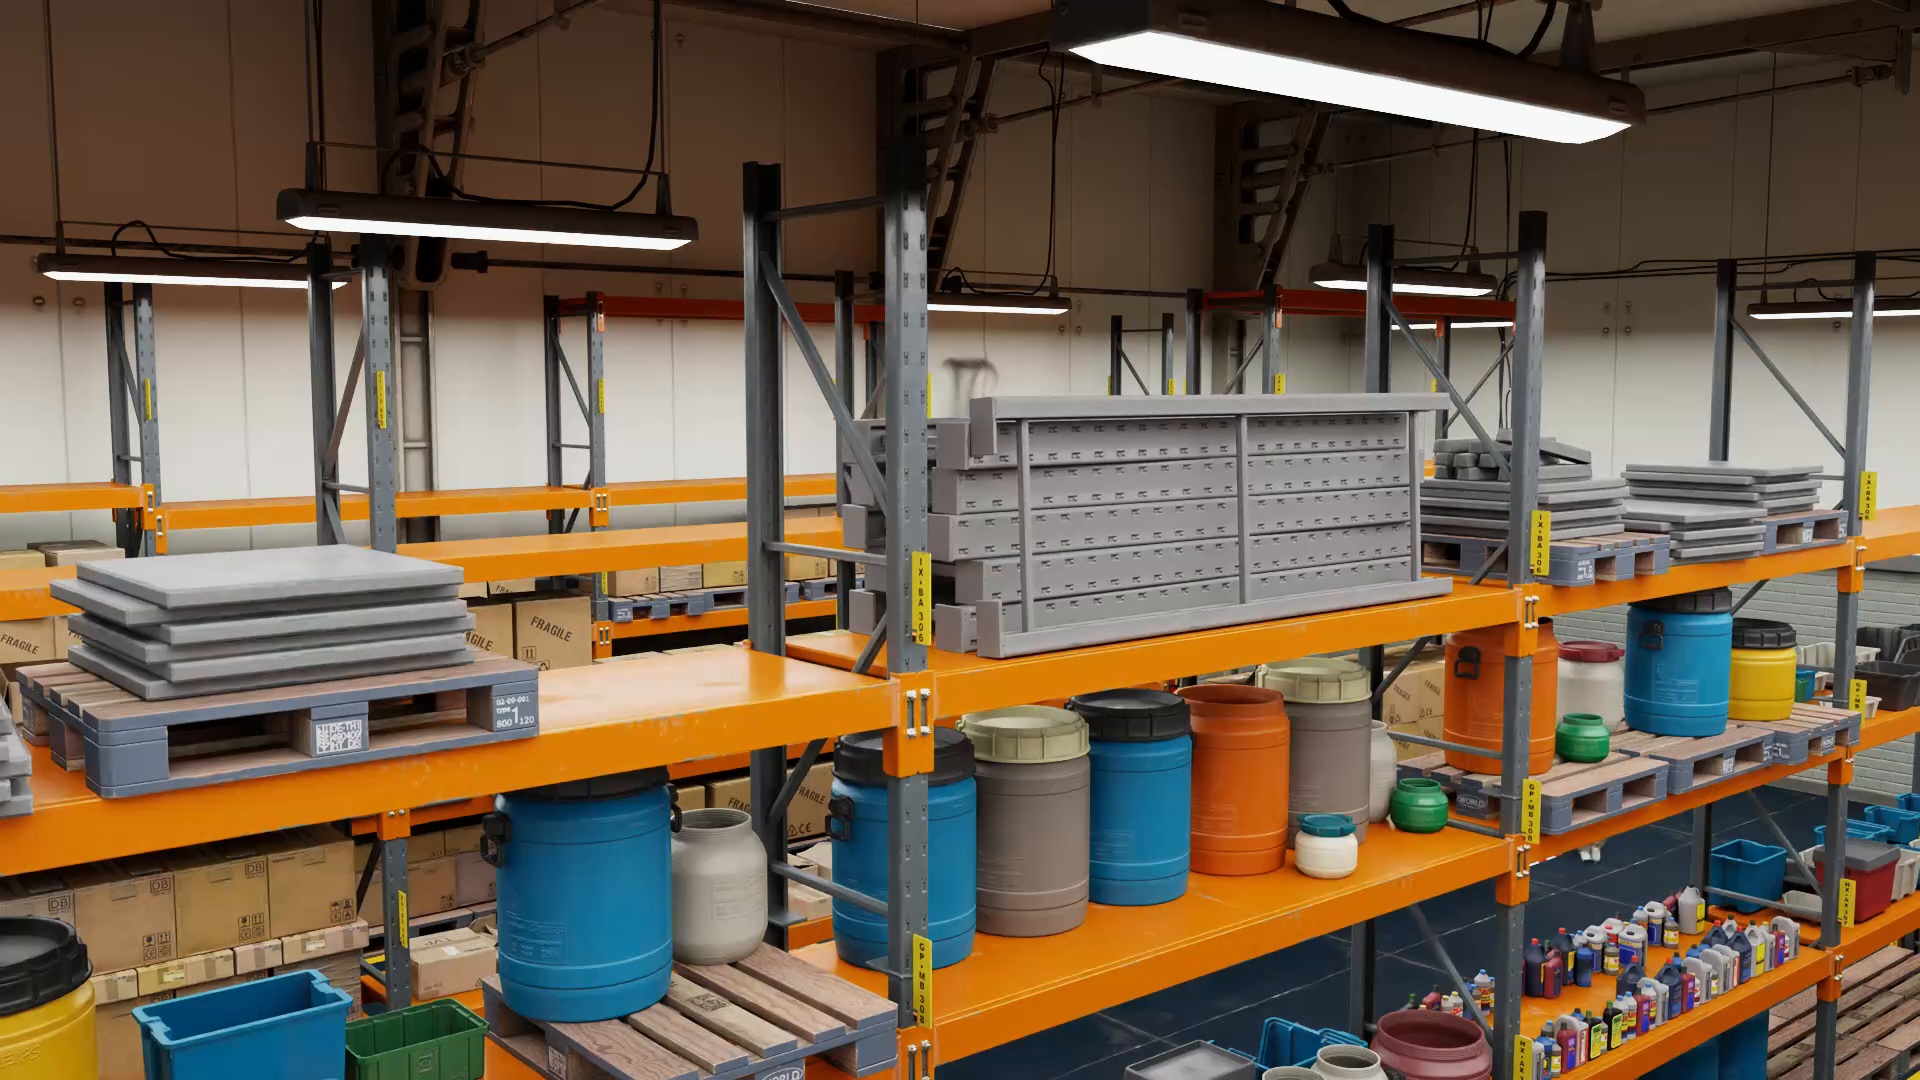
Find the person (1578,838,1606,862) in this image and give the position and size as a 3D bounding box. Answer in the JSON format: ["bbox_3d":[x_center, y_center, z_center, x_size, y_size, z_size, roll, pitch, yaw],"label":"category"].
[{"bbox_3d":[6.762,2.640,17.762,0.582,1.633,0.596,0,6,4],"label":"person"}]
